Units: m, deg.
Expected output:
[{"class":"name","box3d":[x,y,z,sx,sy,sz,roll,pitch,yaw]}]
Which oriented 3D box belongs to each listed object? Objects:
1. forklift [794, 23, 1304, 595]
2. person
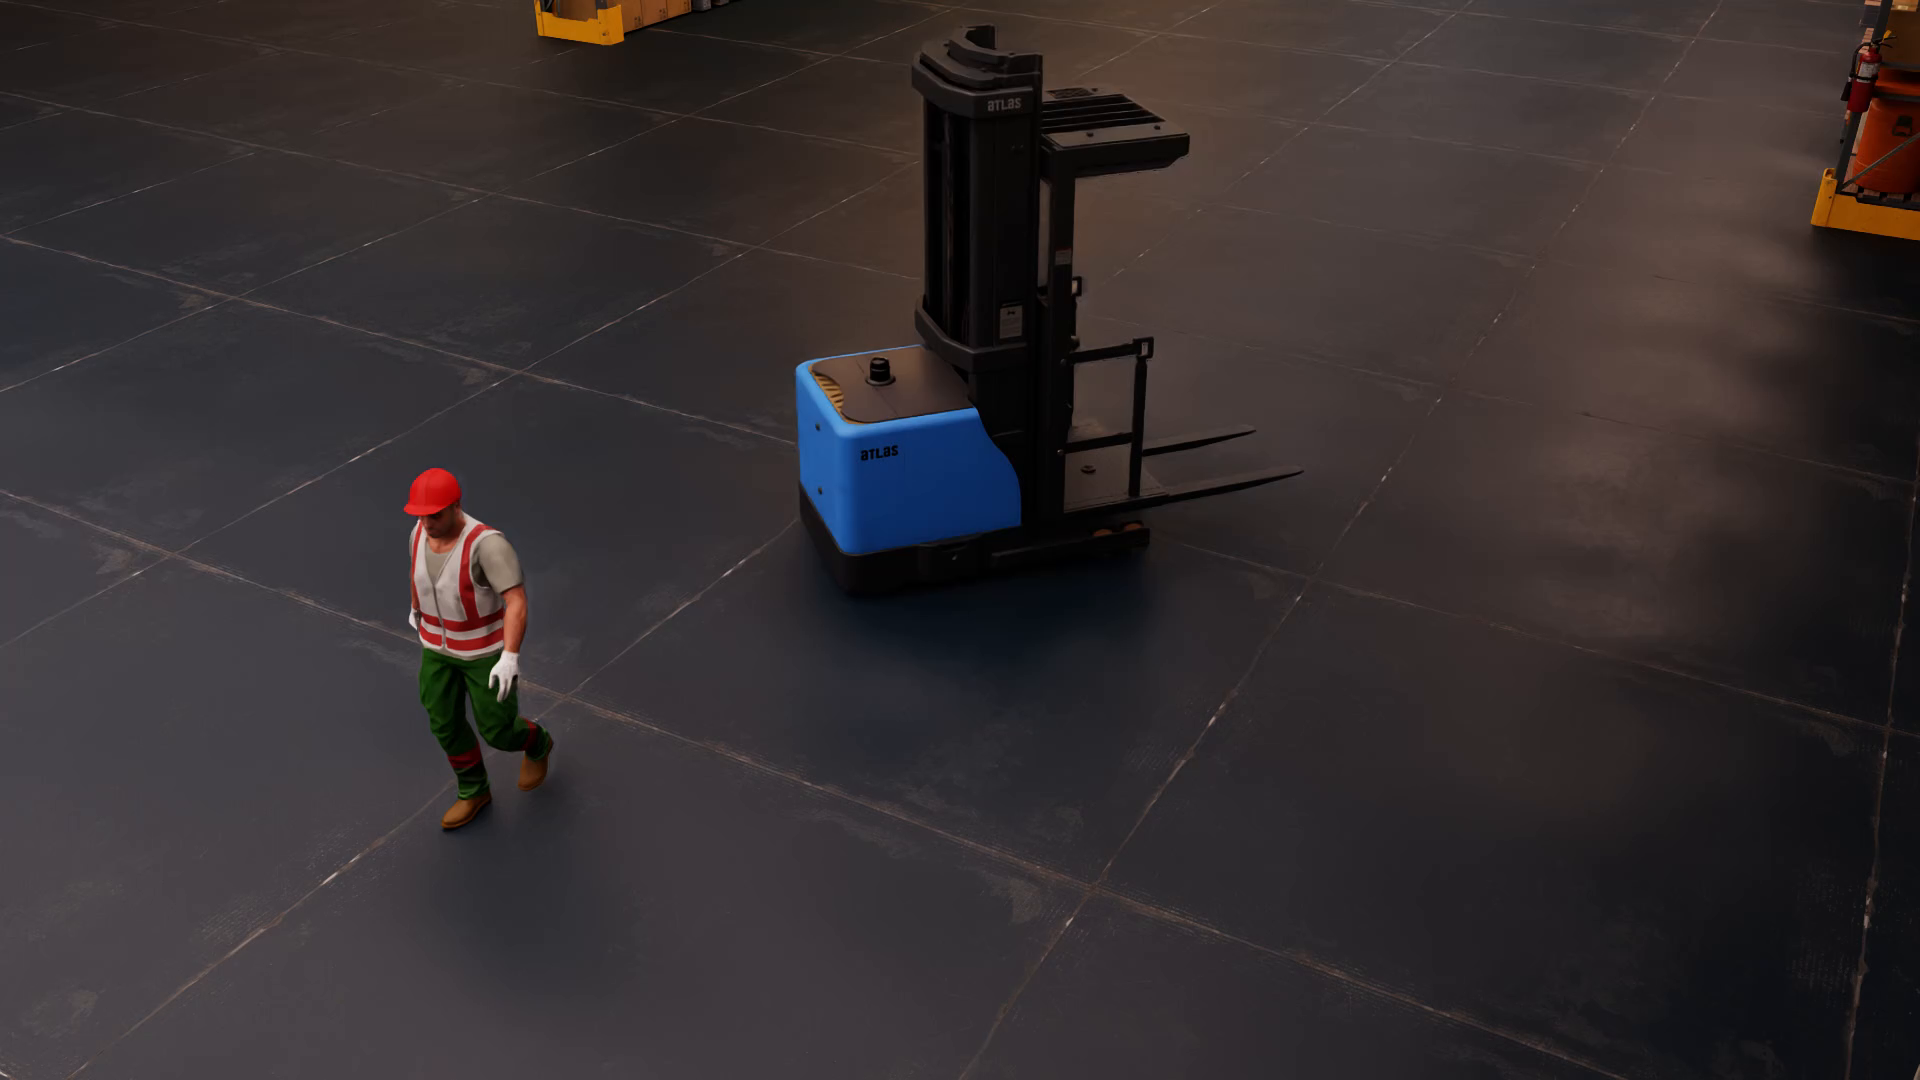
[{"class":"forklift","box3d":[0.599,-1.404,9.503,3.031,2.935,1.130,-10,32,-17]},{"class":"person","box3d":[-2.192,0.465,7.431,0.812,1.766,0.590,10,32,17]}]
